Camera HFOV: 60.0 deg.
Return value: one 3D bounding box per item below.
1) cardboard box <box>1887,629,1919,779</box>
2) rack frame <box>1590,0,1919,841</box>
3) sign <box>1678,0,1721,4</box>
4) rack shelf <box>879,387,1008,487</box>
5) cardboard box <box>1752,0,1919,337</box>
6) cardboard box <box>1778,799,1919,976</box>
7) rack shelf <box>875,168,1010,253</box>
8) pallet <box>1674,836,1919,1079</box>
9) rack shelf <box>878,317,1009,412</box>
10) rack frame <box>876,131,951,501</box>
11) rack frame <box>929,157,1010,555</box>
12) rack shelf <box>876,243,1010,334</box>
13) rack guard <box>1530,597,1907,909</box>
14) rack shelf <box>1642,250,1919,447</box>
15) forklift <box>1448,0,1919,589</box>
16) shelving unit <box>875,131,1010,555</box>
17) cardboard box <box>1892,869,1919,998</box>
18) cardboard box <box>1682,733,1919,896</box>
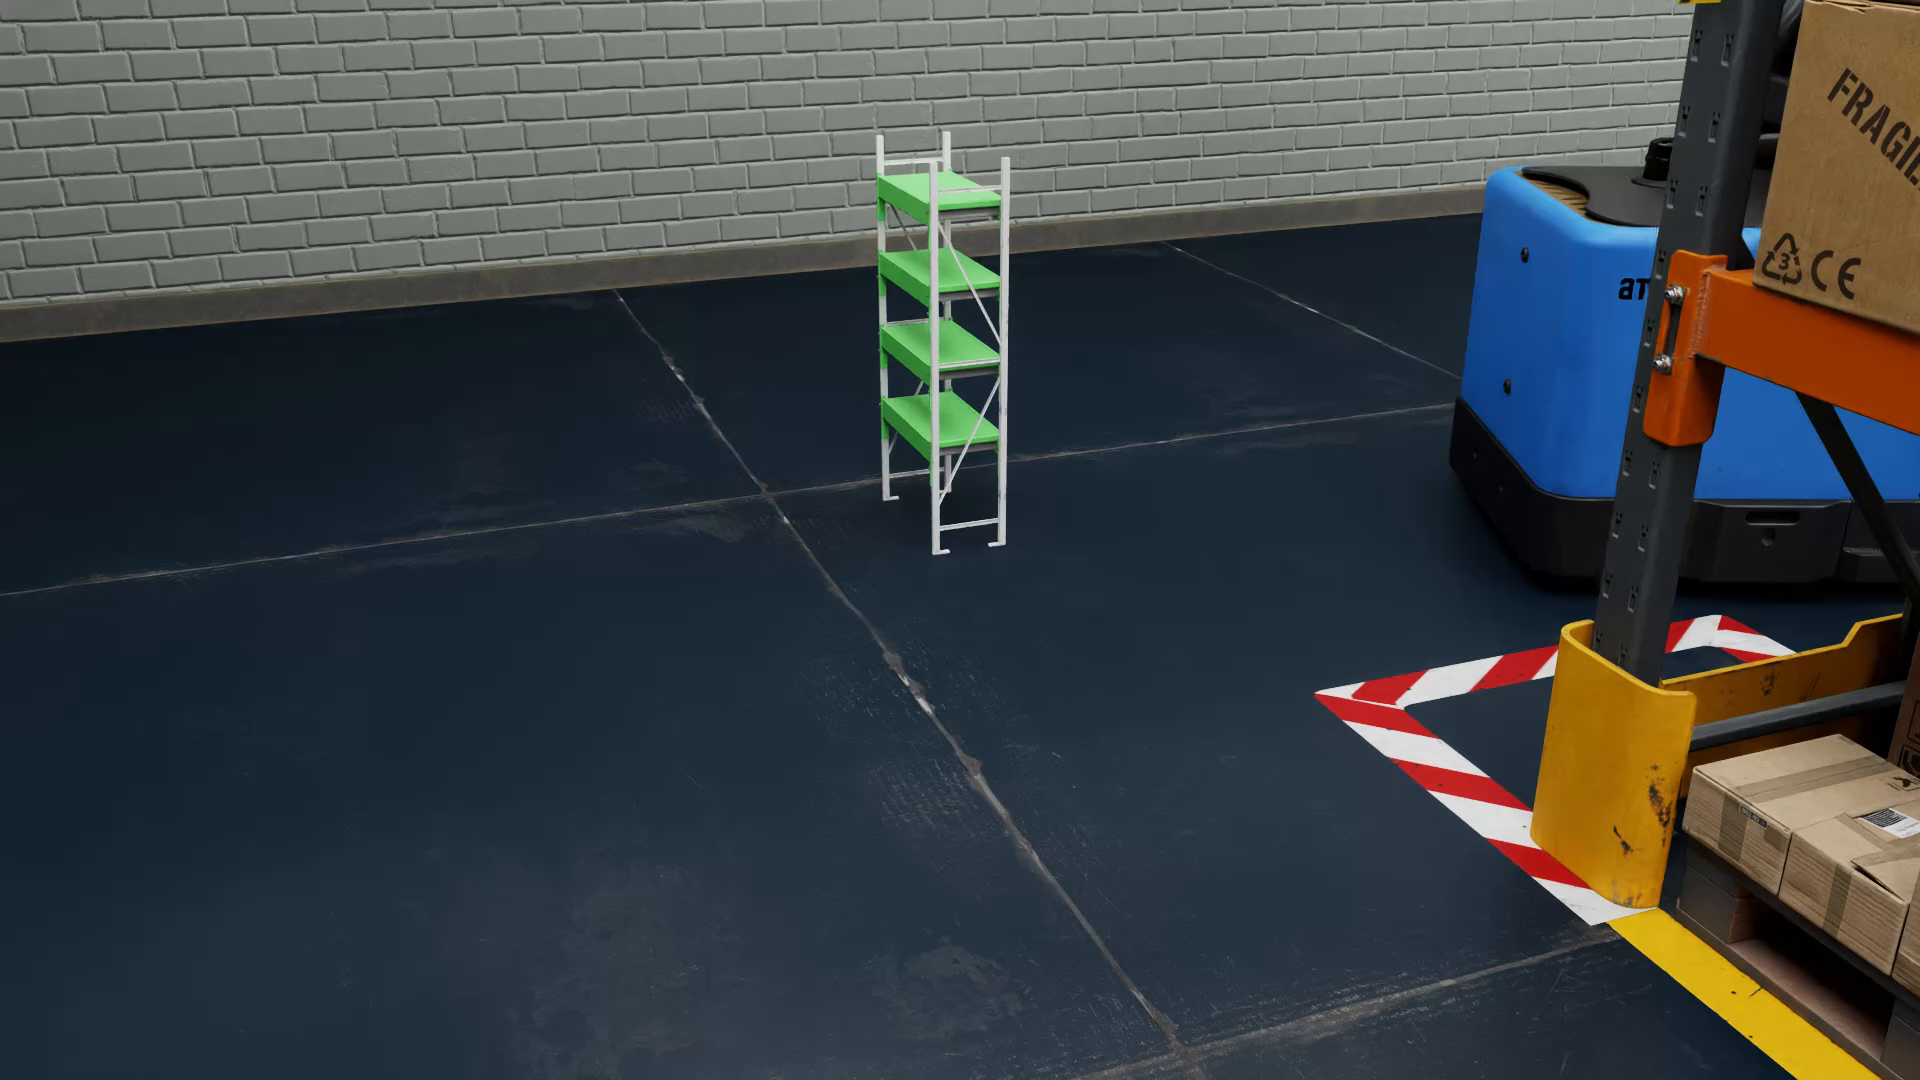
[{"bbox_3d":[2.249,0.331,3.254,0.500,0.500,0.500,-8,24,-19],"label":"cardboard box"},{"bbox_3d":[1.827,-0.782,3.243,1.000,3.000,0.127,-8,24,-19],"label":"rack frame"},{"bbox_3d":[1.319,-1.106,2.898,0.100,0.325,0.005,-8,24,-19],"label":"sign"},{"bbox_3d":[-0.058,-0.333,5.278,0.258,0.148,0.480,-8,24,-19],"label":"rack shelf"},{"bbox_3d":[1.737,-0.630,2.755,0.500,0.500,0.500,-8,24,-18],"label":"cardboard box"},{"bbox_3d":[1.742,0.611,3.019,0.380,0.166,0.250,-8,24,-19],"label":"cardboard box"},{"bbox_3d":[-0.058,-0.996,4.998,0.258,0.148,0.480,-8,24,-19],"label":"rack shelf"},{"bbox_3d":[2.136,0.821,3.032,1.003,0.211,1.213,-8,24,-19],"label":"pallet"},{"bbox_3d":[-0.058,-0.554,5.184,0.258,0.148,0.480,-8,24,-19],"label":"rack shelf"},{"bbox_3d":[-0.145,-0.702,5.370,0.240,1.200,0.015,-8,24,-19],"label":"rack frame"},{"bbox_3d":[0.028,-0.524,4.949,0.240,1.200,0.015,-8,24,-19],"label":"rack frame"},{"bbox_3d":[-0.058,-0.775,5.091,0.258,0.148,0.480,-8,24,-19],"label":"rack shelf"},{"bbox_3d":[1.854,0.398,3.663,1.175,0.500,0.348,-8,24,-19],"label":"rack guard"},{"bbox_3d":[2.533,0.276,1.658,1.077,0.370,4.000,-8,24,-19],"label":"rack shelf"},{"bbox_3d":[3.180,-1.373,4.733,3.031,2.935,1.130,0,23,1],"label":"forklift"},{"bbox_3d":[-0.058,-0.613,5.160,0.258,1.200,0.503,-8,24,-19],"label":"shelving unit"},{"bbox_3d":[1.930,0.701,2.699,0.500,0.250,0.500,-8,24,-19],"label":"cardboard box"},{"bbox_3d":[1.653,0.529,3.238,0.380,0.149,0.250,-8,24,-19],"label":"cardboard box"}]
